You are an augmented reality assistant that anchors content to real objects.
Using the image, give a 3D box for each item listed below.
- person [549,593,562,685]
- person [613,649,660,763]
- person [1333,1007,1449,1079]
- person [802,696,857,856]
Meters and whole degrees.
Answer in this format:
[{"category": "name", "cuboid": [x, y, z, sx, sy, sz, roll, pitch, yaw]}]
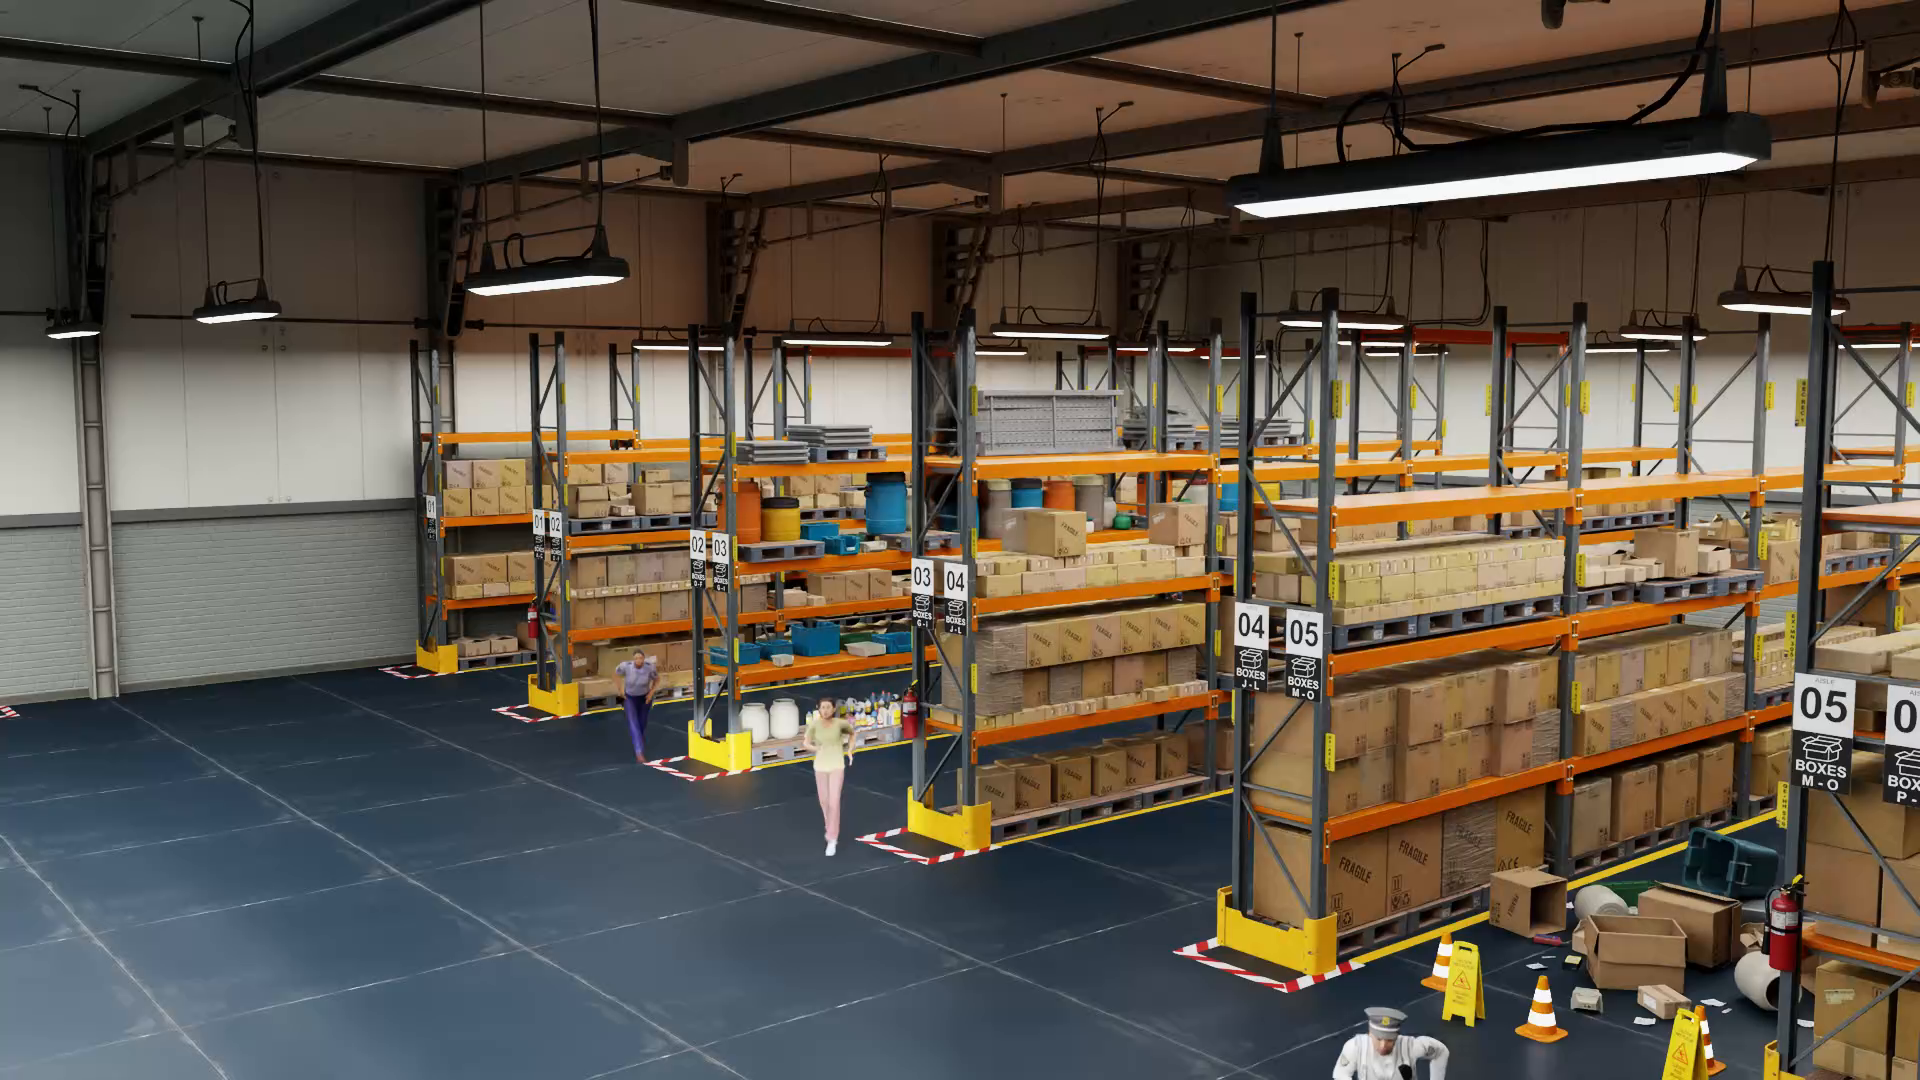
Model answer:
[{"category": "person", "cuboid": [-6.872, 1.793, 29.252, 0.611, 1.428, 0.977, 3, 6, 32]}, {"category": "person", "cuboid": [-4.508, 2.269, 23.210, 0.630, 1.599, 0.953, -1, 5, -11]}, {"category": "person", "cuboid": [2.584, 3.481, 9.990, 0.658, 1.626, 0.966, 2, 6, 18]}, {"category": "person", "cuboid": [-1.477, 2.591, 18.626, 0.561, 1.699, 0.823, 1, 5, 9]}]
